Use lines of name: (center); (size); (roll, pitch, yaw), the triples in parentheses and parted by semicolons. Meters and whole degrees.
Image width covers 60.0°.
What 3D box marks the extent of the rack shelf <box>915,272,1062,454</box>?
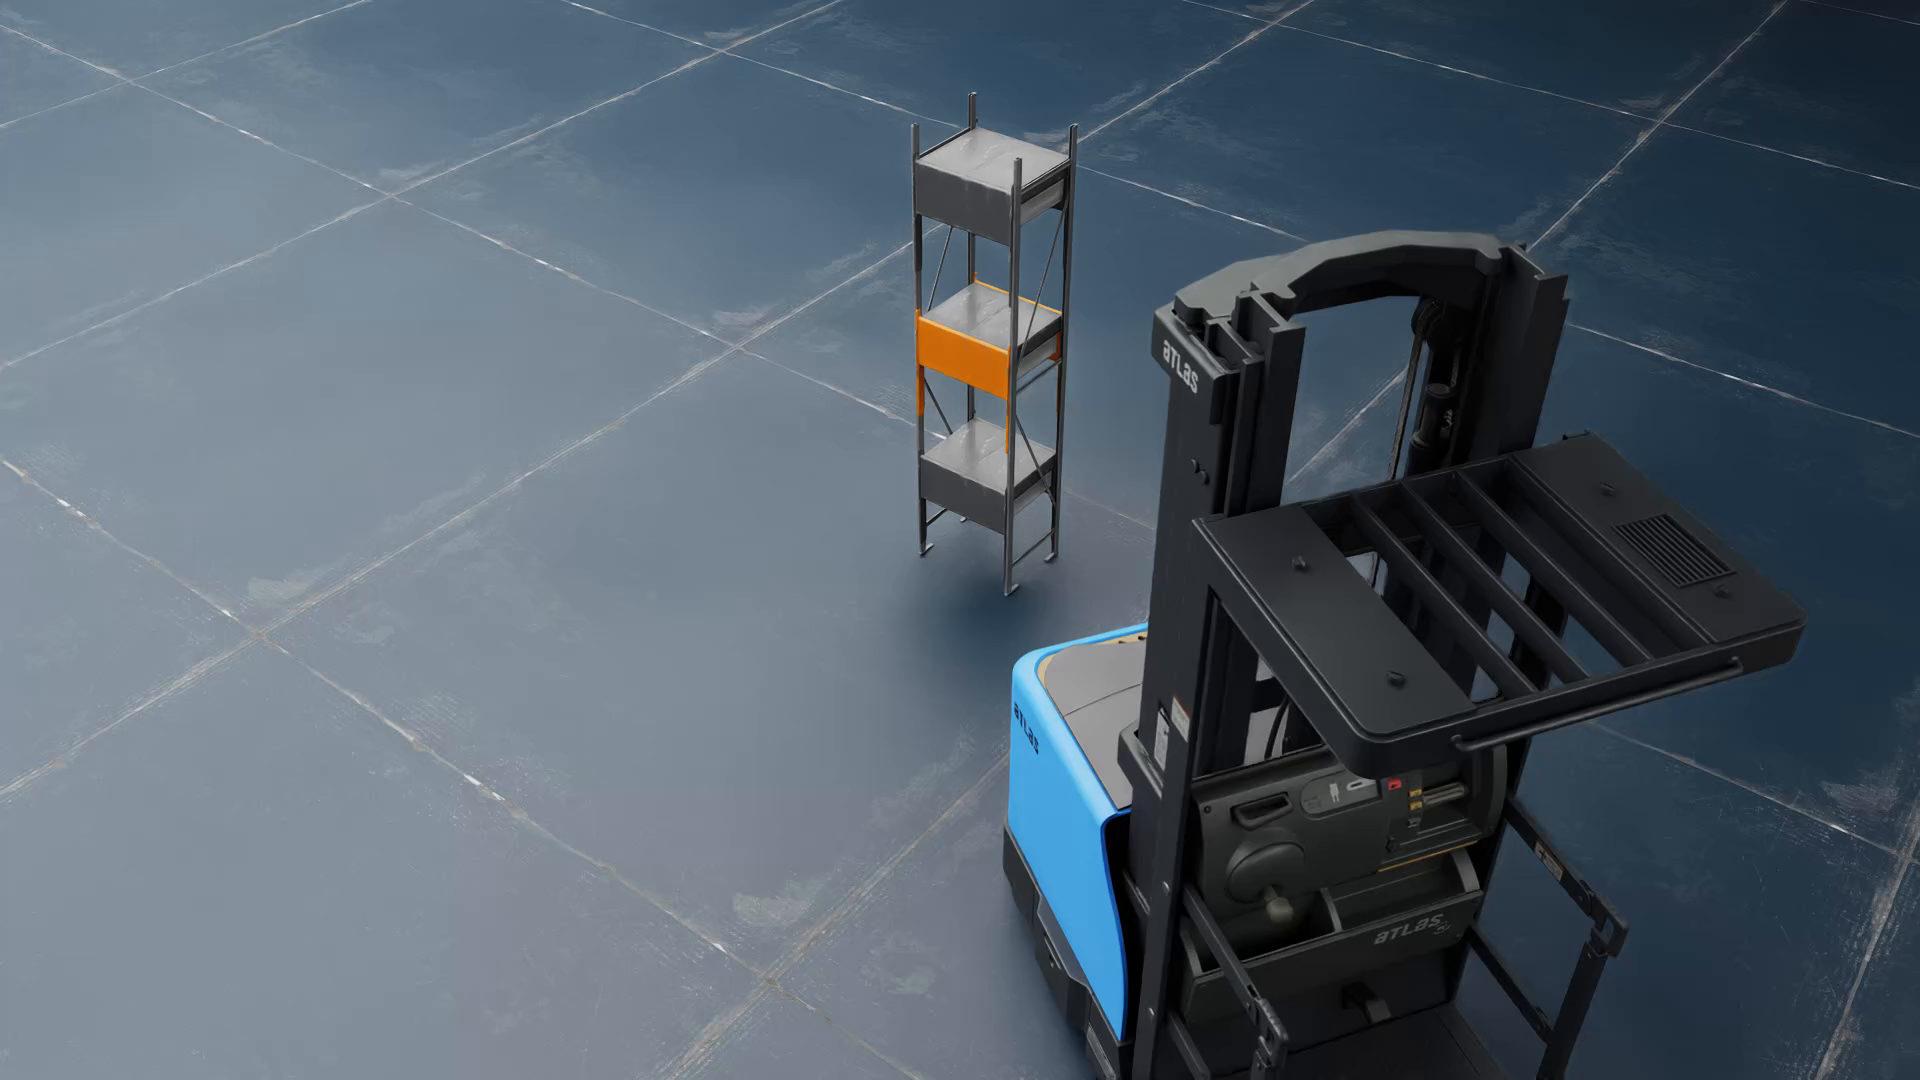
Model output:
rack shelf: (0.131, -0.754, 7.032); (0.480, 0.518, 0.431); (25, 45, 29)

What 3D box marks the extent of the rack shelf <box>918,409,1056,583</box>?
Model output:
rack shelf: (0.131, -0.203, 7.463); (0.480, 0.518, 0.431); (25, 45, 29)

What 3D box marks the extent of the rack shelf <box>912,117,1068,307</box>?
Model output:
rack shelf: (0.131, -1.305, 6.600); (0.480, 0.518, 0.431); (25, 45, 29)

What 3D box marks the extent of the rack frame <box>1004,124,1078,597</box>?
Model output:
rack frame: (0.325, -0.673, 6.907); (0.015, 2.100, 0.400); (25, 45, 29)

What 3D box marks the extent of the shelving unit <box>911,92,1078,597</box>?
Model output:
shelving unit: (0.131, -0.765, 7.024); (0.503, 2.100, 0.431); (25, 45, 29)

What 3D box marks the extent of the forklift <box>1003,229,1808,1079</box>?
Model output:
forklift: (1.138, 0.825, 4.319); (1.130, 2.935, 3.031); (-13, 40, -16)

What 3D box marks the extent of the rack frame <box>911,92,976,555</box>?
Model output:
rack frame: (-0.062, -0.856, 7.140); (0.015, 2.100, 0.400); (25, 45, 29)
